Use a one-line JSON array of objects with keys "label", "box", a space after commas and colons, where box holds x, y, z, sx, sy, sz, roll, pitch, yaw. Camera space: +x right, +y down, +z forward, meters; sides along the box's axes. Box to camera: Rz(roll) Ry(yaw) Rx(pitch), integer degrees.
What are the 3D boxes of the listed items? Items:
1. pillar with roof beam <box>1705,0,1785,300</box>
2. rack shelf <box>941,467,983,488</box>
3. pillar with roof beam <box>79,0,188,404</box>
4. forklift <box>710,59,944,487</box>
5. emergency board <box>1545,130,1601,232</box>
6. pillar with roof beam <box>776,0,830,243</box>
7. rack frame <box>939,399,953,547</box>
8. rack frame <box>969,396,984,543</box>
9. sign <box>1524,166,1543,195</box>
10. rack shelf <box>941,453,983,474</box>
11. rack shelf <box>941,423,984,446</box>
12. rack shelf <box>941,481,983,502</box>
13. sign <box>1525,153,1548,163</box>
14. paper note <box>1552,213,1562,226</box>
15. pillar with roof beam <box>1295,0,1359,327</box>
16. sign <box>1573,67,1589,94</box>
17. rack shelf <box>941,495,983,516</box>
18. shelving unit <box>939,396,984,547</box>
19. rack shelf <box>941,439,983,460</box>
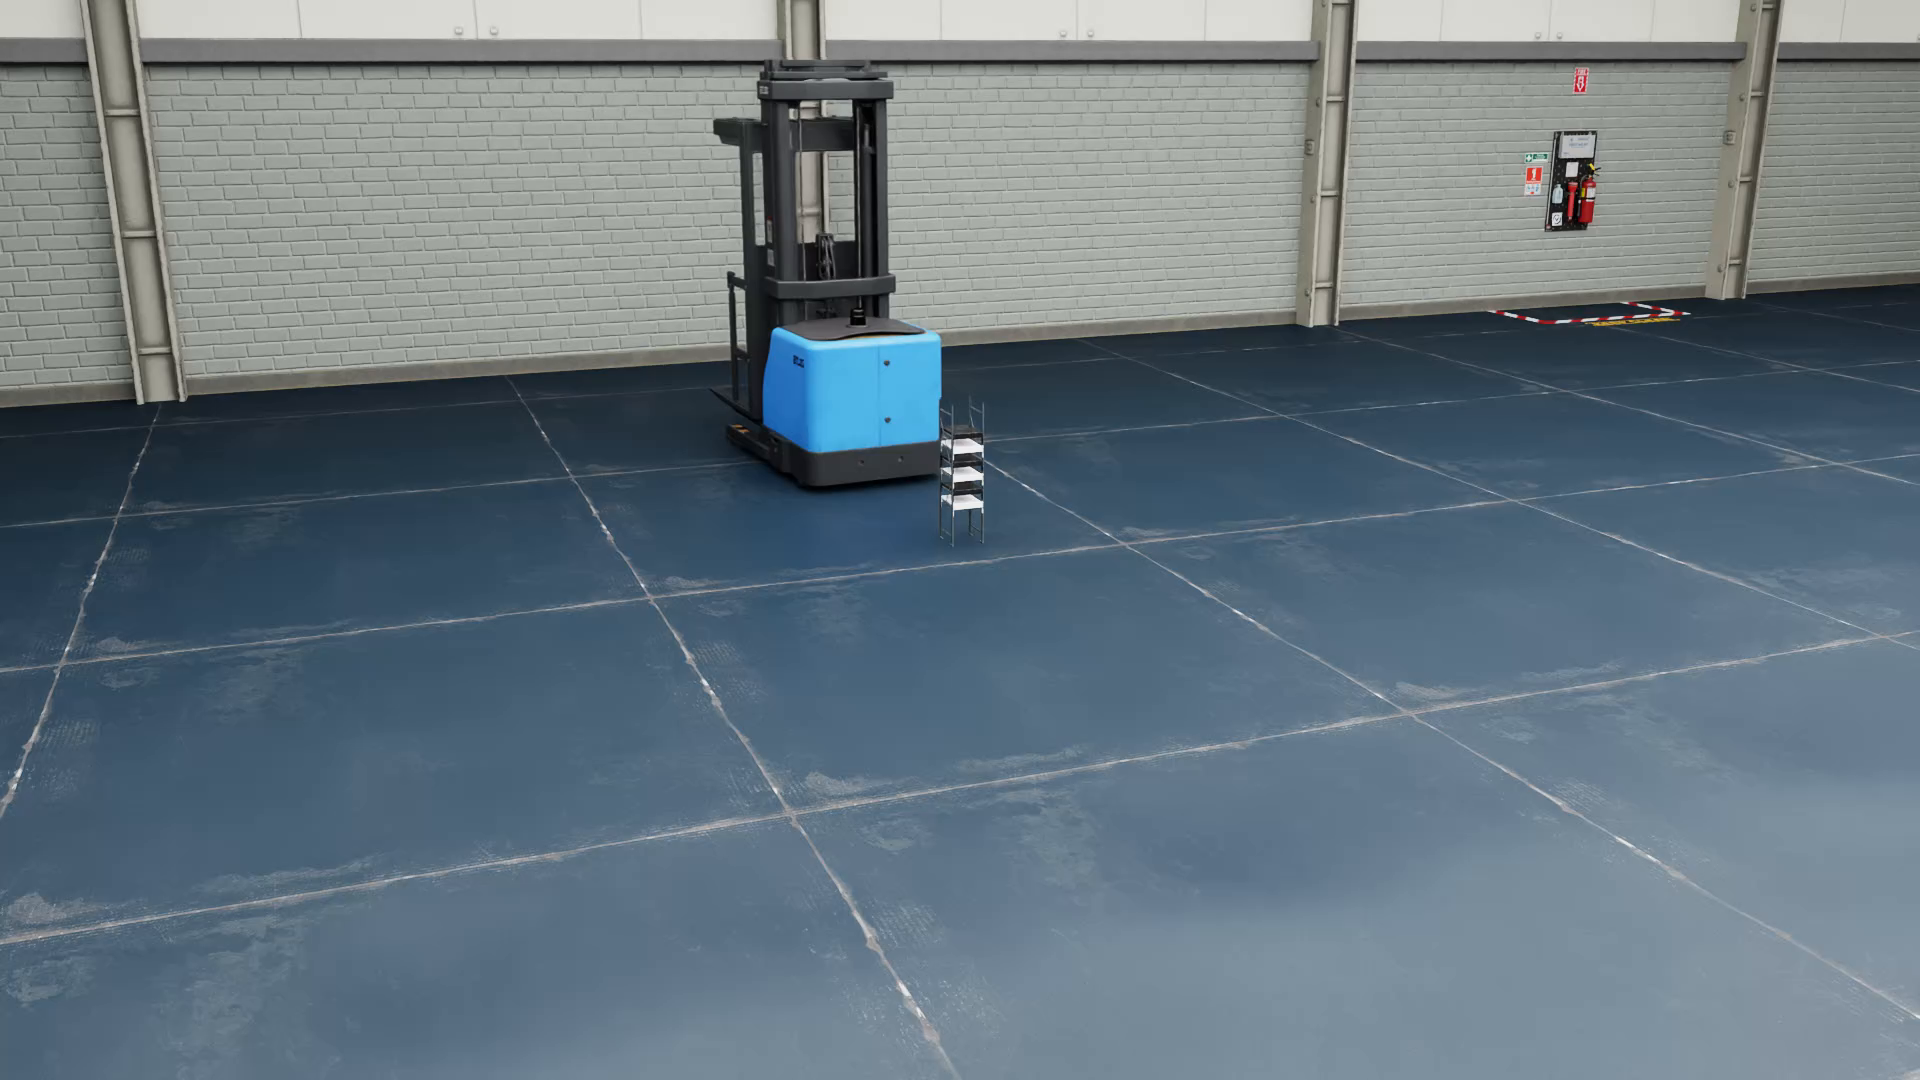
[{"label": "pillar with roof beam", "box": [11.215, -6.256, 15.931, 0.400, 9.000, 9.100, -6, 17, -20]}, {"label": "rack shelf", "box": [0.008, -0.401, 10.484, 0.200, 0.077, 0.258, -6, 17, -20]}, {"label": "pillar with roof beam", "box": [-5.593, -4.441, 9.751, 0.400, 9.000, 9.100, -6, 17, -20]}, {"label": "forklift", "box": [-1.199, -2.152, 12.724, 1.130, 2.935, 3.031, -7, 18, -24]}, {"label": "emergency board", "box": [7.354, -4.271, 19.819, 0.643, 1.169, 0.194, -6, 17, -20]}, {"label": "pillar with roof beam", "box": [0.010, -5.046, 11.811, 0.400, 9.000, 9.100, -6, 17, -20]}, {"label": "rack frame", "box": [-0.087, -0.422, 10.439, 0.006, 0.900, 0.240, -6, 17, -20]}, {"label": "rack frame", "box": [0.103, -0.443, 10.509, 0.006, 0.900, 0.240, -6, 17, -20]}, {"label": "sign", "box": [6.800, -4.260, 19.717, 0.234, 0.329, 0.001, -6, 17, -20]}, {"label": "rack shelf", "box": [0.008, -0.487, 10.458, 0.200, 0.077, 0.258, -6, 17, -20]}, {"label": "rack shelf", "box": [0.008, -0.660, 10.408, 0.200, 0.077, 0.258, -6, 17, -20]}, {"label": "rack shelf", "box": [0.008, -0.314, 10.509, 0.200, 0.077, 0.258, -6, 17, -20]}, {"label": "sign", "box": [6.808, -4.512, 19.636, 0.331, 0.109, 0.001, -6, 17, -20]}, {"label": "paper note", "box": [7.164, -3.849, 19.945, 0.142, 0.148, 0.016, -6, 17, -20]}, {"label": "pillar with roof beam", "box": [5.613, -5.651, 13.871, 0.400, 9.000, 9.100, -6, 17, -20]}, {"label": "sign", "box": [7.311, -5.409, 19.579, 0.199, 0.298, 0.001, -6, 17, -20]}, {"label": "rack shelf", "box": [0.008, -0.228, 10.534, 0.200, 0.077, 0.258, -6, 17, -20]}, {"label": "shelving unit", "box": [0.008, -0.433, 10.474, 0.210, 0.900, 0.258, -6, 17, -20]}, {"label": "rack shelf", "box": [0.008, -0.573, 10.433, 0.200, 0.077, 0.258, -6, 17, -20]}]
